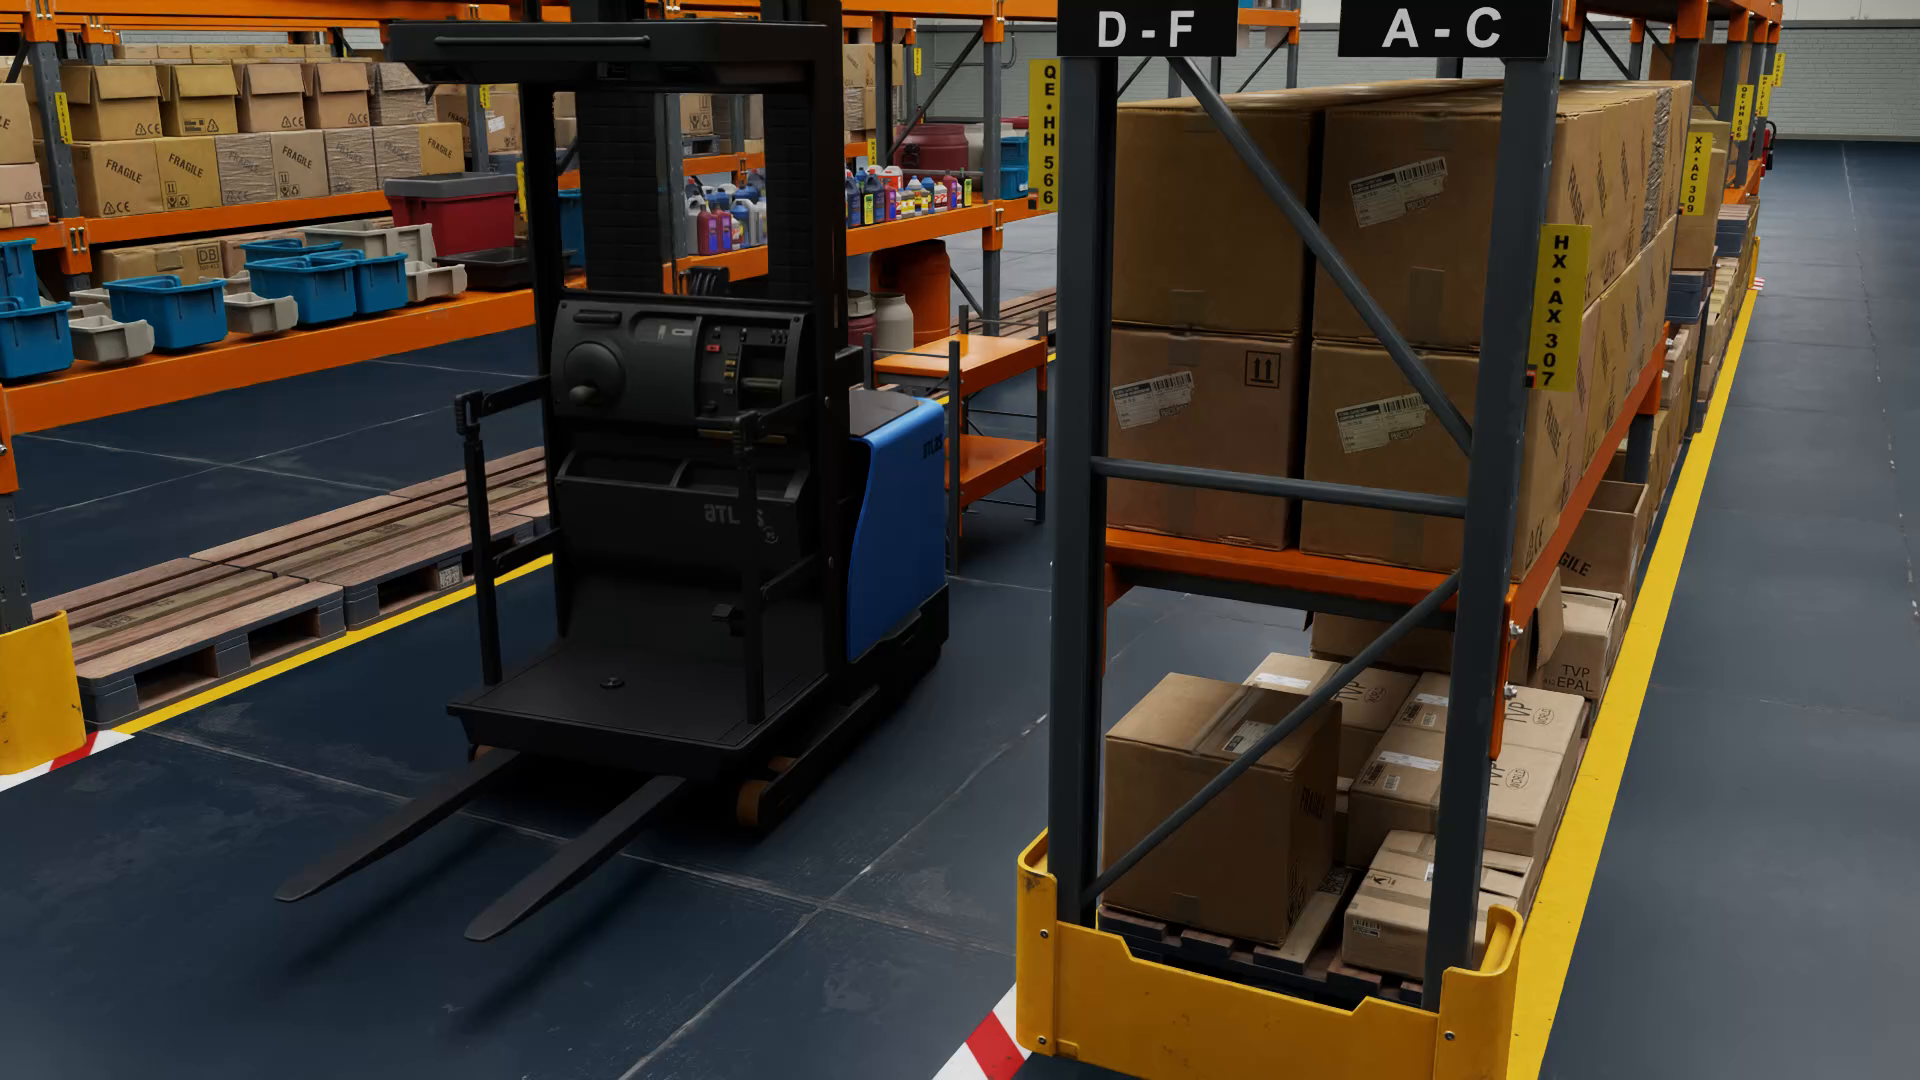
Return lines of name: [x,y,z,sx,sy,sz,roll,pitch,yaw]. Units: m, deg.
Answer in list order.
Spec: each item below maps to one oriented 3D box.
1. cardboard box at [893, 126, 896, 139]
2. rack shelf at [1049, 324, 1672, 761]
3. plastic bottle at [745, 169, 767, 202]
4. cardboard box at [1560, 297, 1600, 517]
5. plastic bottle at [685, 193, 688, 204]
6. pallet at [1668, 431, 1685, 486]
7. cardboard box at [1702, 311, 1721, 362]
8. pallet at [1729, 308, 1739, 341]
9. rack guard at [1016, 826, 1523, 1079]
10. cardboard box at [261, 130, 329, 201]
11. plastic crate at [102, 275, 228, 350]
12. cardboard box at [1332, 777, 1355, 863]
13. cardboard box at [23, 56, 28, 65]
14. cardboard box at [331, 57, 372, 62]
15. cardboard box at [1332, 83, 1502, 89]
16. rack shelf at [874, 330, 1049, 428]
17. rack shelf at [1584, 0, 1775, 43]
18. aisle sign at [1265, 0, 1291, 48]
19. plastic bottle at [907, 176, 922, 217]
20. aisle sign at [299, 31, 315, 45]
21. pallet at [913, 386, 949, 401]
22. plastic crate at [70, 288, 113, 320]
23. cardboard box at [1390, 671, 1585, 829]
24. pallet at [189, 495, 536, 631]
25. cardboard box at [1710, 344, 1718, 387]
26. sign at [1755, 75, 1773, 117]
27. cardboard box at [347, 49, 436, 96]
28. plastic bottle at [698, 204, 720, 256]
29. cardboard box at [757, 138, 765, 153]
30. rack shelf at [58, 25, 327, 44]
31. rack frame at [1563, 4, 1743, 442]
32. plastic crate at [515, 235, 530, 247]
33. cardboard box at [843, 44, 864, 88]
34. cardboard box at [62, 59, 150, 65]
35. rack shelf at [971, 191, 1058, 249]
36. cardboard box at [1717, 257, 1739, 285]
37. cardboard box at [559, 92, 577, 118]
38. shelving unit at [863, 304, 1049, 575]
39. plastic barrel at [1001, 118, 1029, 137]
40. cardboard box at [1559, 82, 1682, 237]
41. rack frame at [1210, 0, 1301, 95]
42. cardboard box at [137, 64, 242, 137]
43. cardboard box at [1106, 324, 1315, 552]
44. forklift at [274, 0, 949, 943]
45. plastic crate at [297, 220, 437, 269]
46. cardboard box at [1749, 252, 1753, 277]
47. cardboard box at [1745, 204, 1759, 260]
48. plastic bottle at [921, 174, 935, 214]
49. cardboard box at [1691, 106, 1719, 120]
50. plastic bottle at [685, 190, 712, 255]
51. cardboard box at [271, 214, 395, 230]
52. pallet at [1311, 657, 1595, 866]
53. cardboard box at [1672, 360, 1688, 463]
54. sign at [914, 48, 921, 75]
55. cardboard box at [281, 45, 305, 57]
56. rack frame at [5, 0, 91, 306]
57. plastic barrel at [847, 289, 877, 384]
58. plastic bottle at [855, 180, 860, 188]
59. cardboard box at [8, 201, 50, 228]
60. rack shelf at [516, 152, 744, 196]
cardboard box: [-0.968,-5.226,21.294,0.380,0.149,0.250,8,18,25]
rack shelf: [1.579,-0.273,5.440,1.077,0.370,4.000,8,18,25]
plastic bottle: [-1.346,-2.292,11.058,0.144,0.351,0.185,8,18,25]
cardboard box: [1.346,-0.368,4.321,0.500,0.500,0.500,8,18,25]
plastic bottle: [-1.710,-1.993,10.052,0.144,0.351,0.185,8,18,25]
pallet: [3.893,-0.625,10.256,1.003,0.211,1.213,8,18,25]
cardboard box: [4.757,-1.395,11.059,0.500,0.311,0.500,9,19,27]
pallet: [6.441,-2.026,14.975,1.003,0.211,1.213,8,18,25]
rack guard: [0.720,1.070,4.044,1.175,0.500,0.348,8,18,25]
cardboard box: [-5.284,-2.910,12.879,0.500,0.500,0.500,8,19,26]
plastic crate: [-3.045,-0.877,6.398,0.416,0.233,0.300,8,18,25]
cardboard box: [0.970,0.777,4.844,0.380,0.166,0.250,8,18,25]
cardboard box: [-11.979,-6.067,21.107,0.380,0.149,0.250,8,18,24]
cardboard box: [-7.422,-5.484,19.787,0.700,0.500,0.500,8,18,24]
cardboard box: [1.551,-1.308,5.730,0.500,0.500,0.500,8,18,24]
rack shelf: [-0.003,-0.818,8.275,0.538,0.278,1.000,8,18,25]
rack shelf: [5.154,-3.749,11.874,1.077,0.370,4.000,8,18,25]
aisle sign: [3.703,-6.042,19.033,0.394,0.787,0.004,8,18,25]
plastic bottle: [-0.313,-2.374,11.474,0.097,0.271,0.097,0,17,0]
aisle sign: [-10.141,-8.008,25.651,0.394,0.787,0.004,8,18,25]
pallet: [-0.484,-1.235,12.311,1.003,0.211,1.213,8,18,25]
plastic crate: [-3.399,-0.945,6.796,0.396,0.136,0.243,8,18,25]
cardboard box: [1.629,0.641,5.154,0.500,0.250,0.500,8,18,25]
pallet: [-2.794,0.082,7.878,1.003,0.211,1.213,8,18,25]
cardboard box: [4.981,-1.254,11.570,0.500,0.250,0.500,8,18,24]
sign: [6.538,-3.616,13.536,0.100,0.325,0.005,8,18,25]
cardboard box: [-7.009,-5.763,20.498,0.875,0.550,0.550,8,18,25]
plastic bottle: [-1.411,-1.742,9.326,0.061,0.283,0.133,8,18,25]
cardboard box: [-2.324,-4.385,18.460,0.380,0.149,0.250,8,18,25]
rack shelf: [-10.785,-7.290,23.796,1.077,0.370,4.000,8,18,25]
rack frame: [4.260,-2.147,10.483,1.000,3.000,0.127,8,18,25]
plastic crate: [-2.292,-1.561,8.869,0.396,0.136,0.243,8,18,25]
cardboard box: [-1.494,-5.689,19.955,0.500,0.500,0.500,8,18,25]
cardboard box: [-8.783,-4.705,17.165,0.700,0.500,0.500,8,18,25]
rack shelf: [0.724,-2.942,14.426,1.077,0.370,4.000,8,18,25]
cardboard box: [6.123,-2.178,13.696,0.500,0.311,0.500,8,18,25]
cardboard box: [-3.505,-4.224,16.560,0.797,0.503,0.637,10,19,31]
shelving unit: [-0.003,-0.538,8.358,0.538,1.125,1.048,8,18,25]
plastic barrel: [0.473,-3.349,14.293,0.433,0.535,0.433,0,17,0]
cardboard box: [2.252,-1.362,5.911,0.500,0.500,0.500,8,18,24]
rack frame: [3.406,-4.816,19.469,1.000,3.000,0.127,8,18,25]
cardboard box: [-5.792,-3.255,12.278,0.797,0.503,0.637,8,18,26]
cardboard box: [0.642,-0.306,4.109,0.500,0.500,0.500,9,19,27]
forklift: [-1.025,-0.598,5.391,1.130,2.935,3.031,6,18,19]
plastic crate: [-2.804,-1.365,7.956,0.437,0.282,0.530,8,18,25]
cardboard box: [7.647,-2.765,16.655,0.500,0.250,0.500,8,18,25]
cardboard box: [7.428,-2.996,16.118,0.500,0.500,0.500,8,18,25]
plastic bottle: [-0.226,-2.423,11.641,0.097,0.271,0.097,0,17,0]
cardboard box: [6.341,-3.568,13.955,0.380,0.149,0.250,8,18,25]
plastic bottle: [-1.491,-1.794,9.383,0.144,0.351,0.185,8,18,25]
cardboard box: [-5.332,-2.192,13.629,1.225,0.875,0.875,8,18,26]
pallet: [1.621,0.696,5.812,1.003,0.211,1.213,8,18,25]
cardboard box: [3.821,-0.759,9.430,0.500,0.500,0.500,7,18,23]
sign: [-0.538,-6.076,21.126,0.100,0.325,0.005,8,18,25]
cardboard box: [-10.157,-7.090,24.674,0.700,0.500,0.500,8,18,26]
rack frame: [-6.388,-2.389,11.300,1.000,3.000,0.127,8,18,25]
plastic barrel: [-0.877,-1.409,11.497,0.600,0.588,0.708,8,18,25]
plastic bottle: [-0.739,-2.484,11.970,0.097,0.201,0.097,0,17,0]
cardboard box: [-6.231,-2.149,10.934,0.380,0.149,0.250,8,18,26]
rack shelf: [-3.707,-3.573,16.548,1.077,0.370,4.000,8,18,25]
